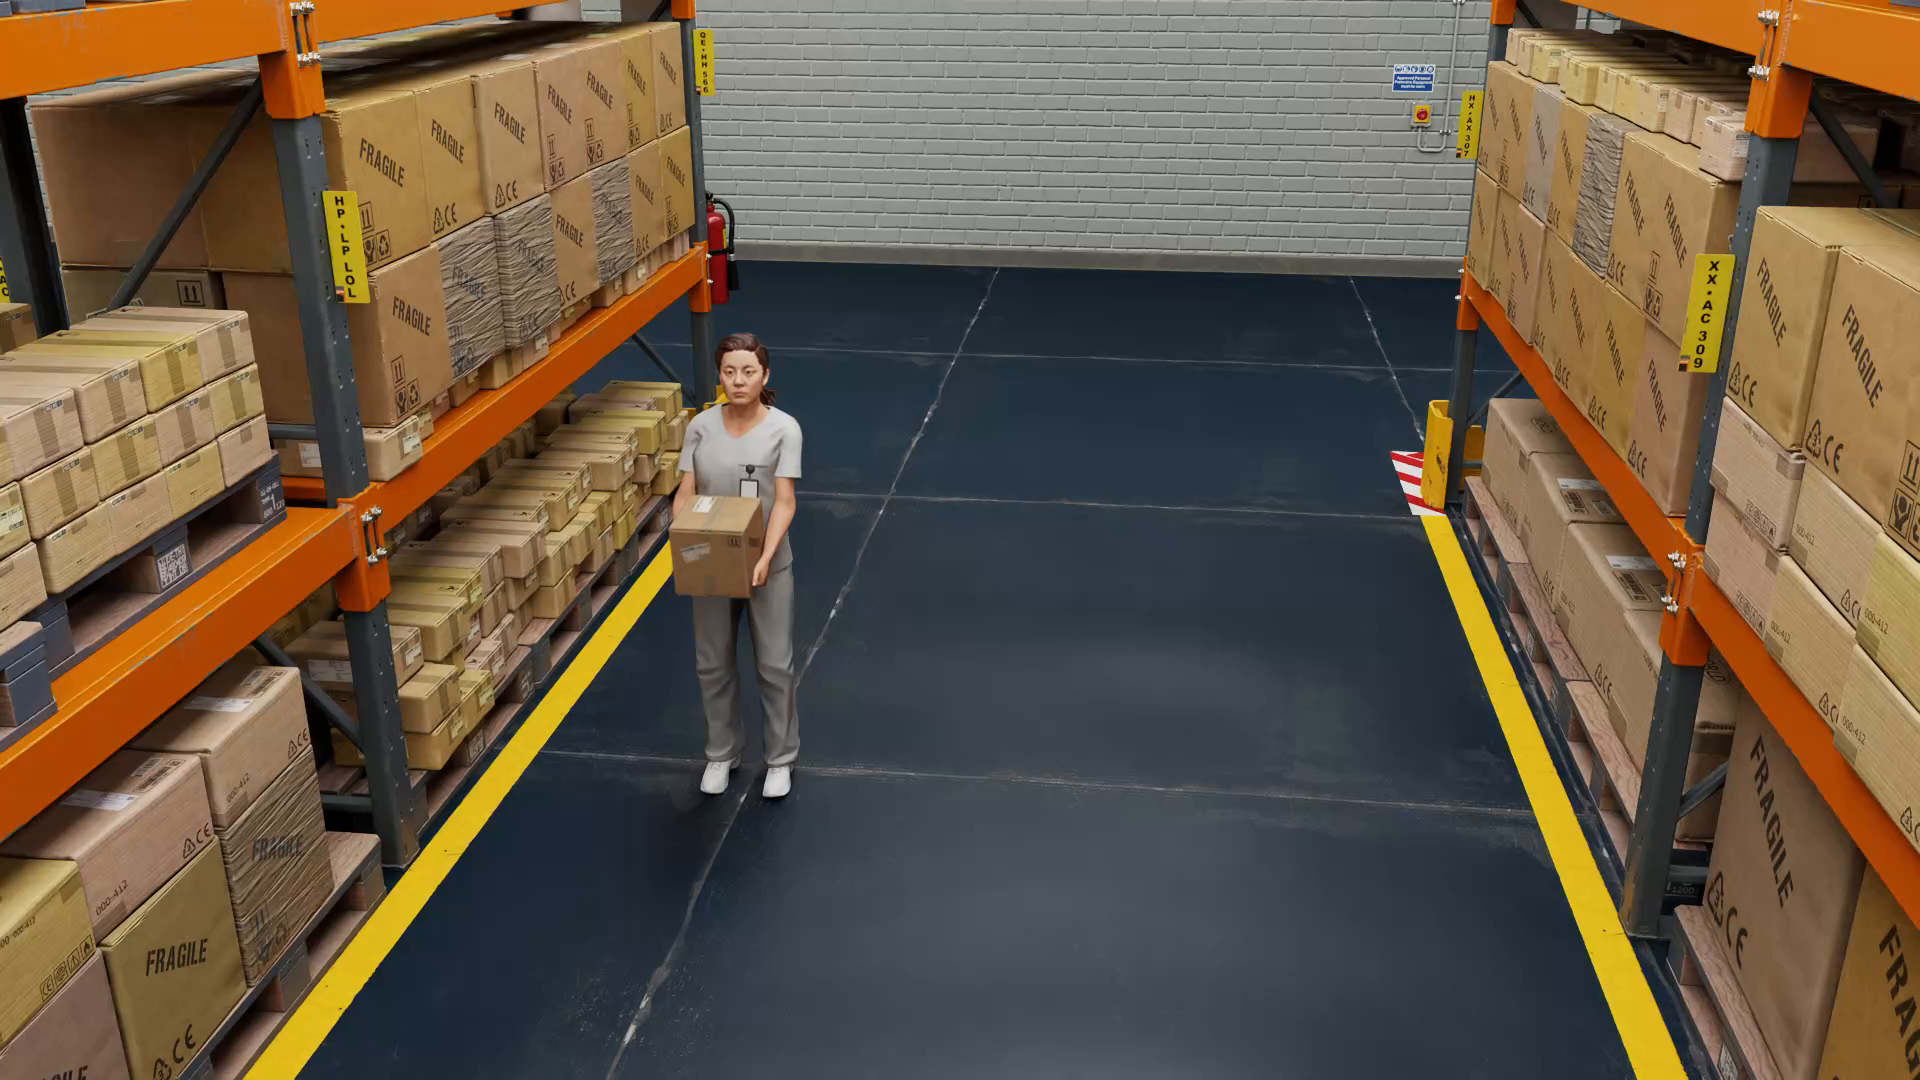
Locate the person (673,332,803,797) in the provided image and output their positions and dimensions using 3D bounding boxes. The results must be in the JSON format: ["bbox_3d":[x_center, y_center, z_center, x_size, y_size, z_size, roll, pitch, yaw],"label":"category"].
[{"bbox_3d":[-0.769,0.121,5.791,0.436,1.662,0.554,3,21,7],"label":"person"}]
